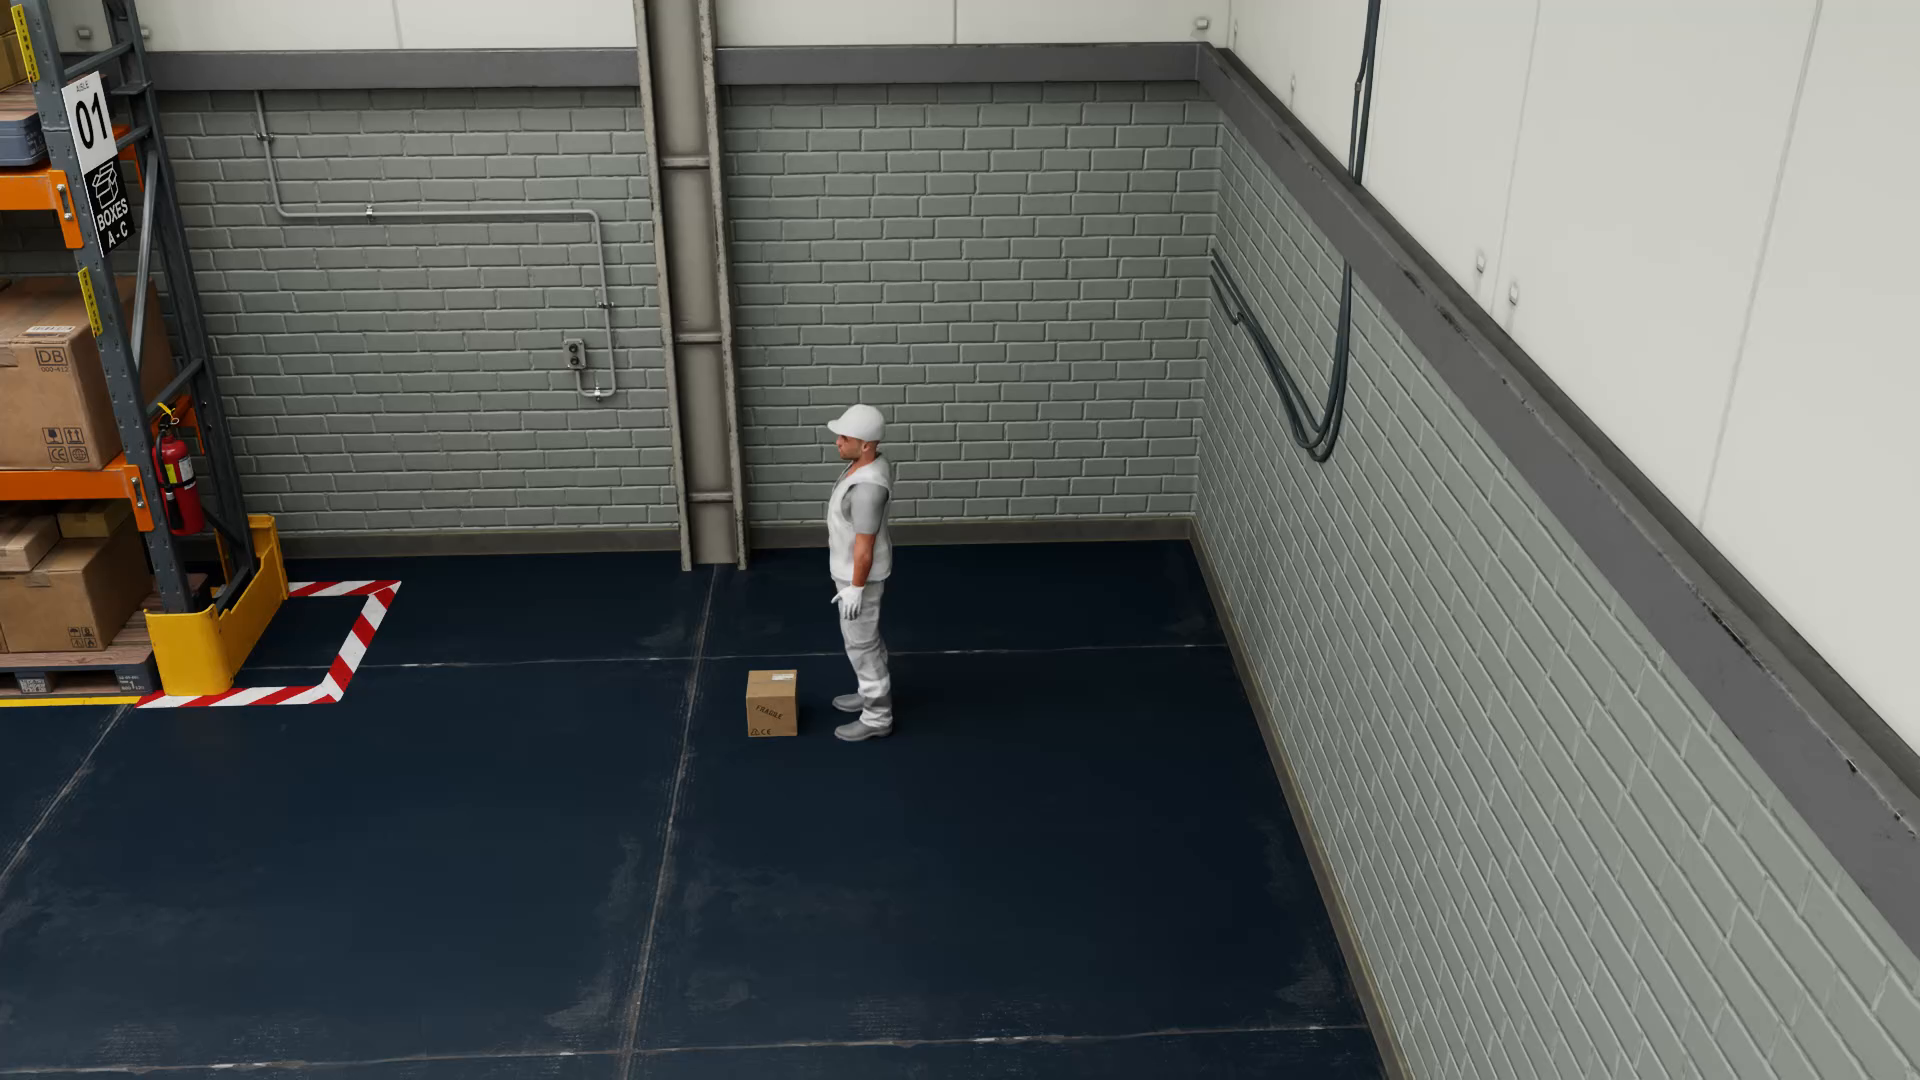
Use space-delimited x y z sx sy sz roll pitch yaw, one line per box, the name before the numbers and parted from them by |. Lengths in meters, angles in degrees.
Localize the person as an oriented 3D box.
person | -0.498 0.159 8.291 0.351 1.795 0.524 -1 27 -1
